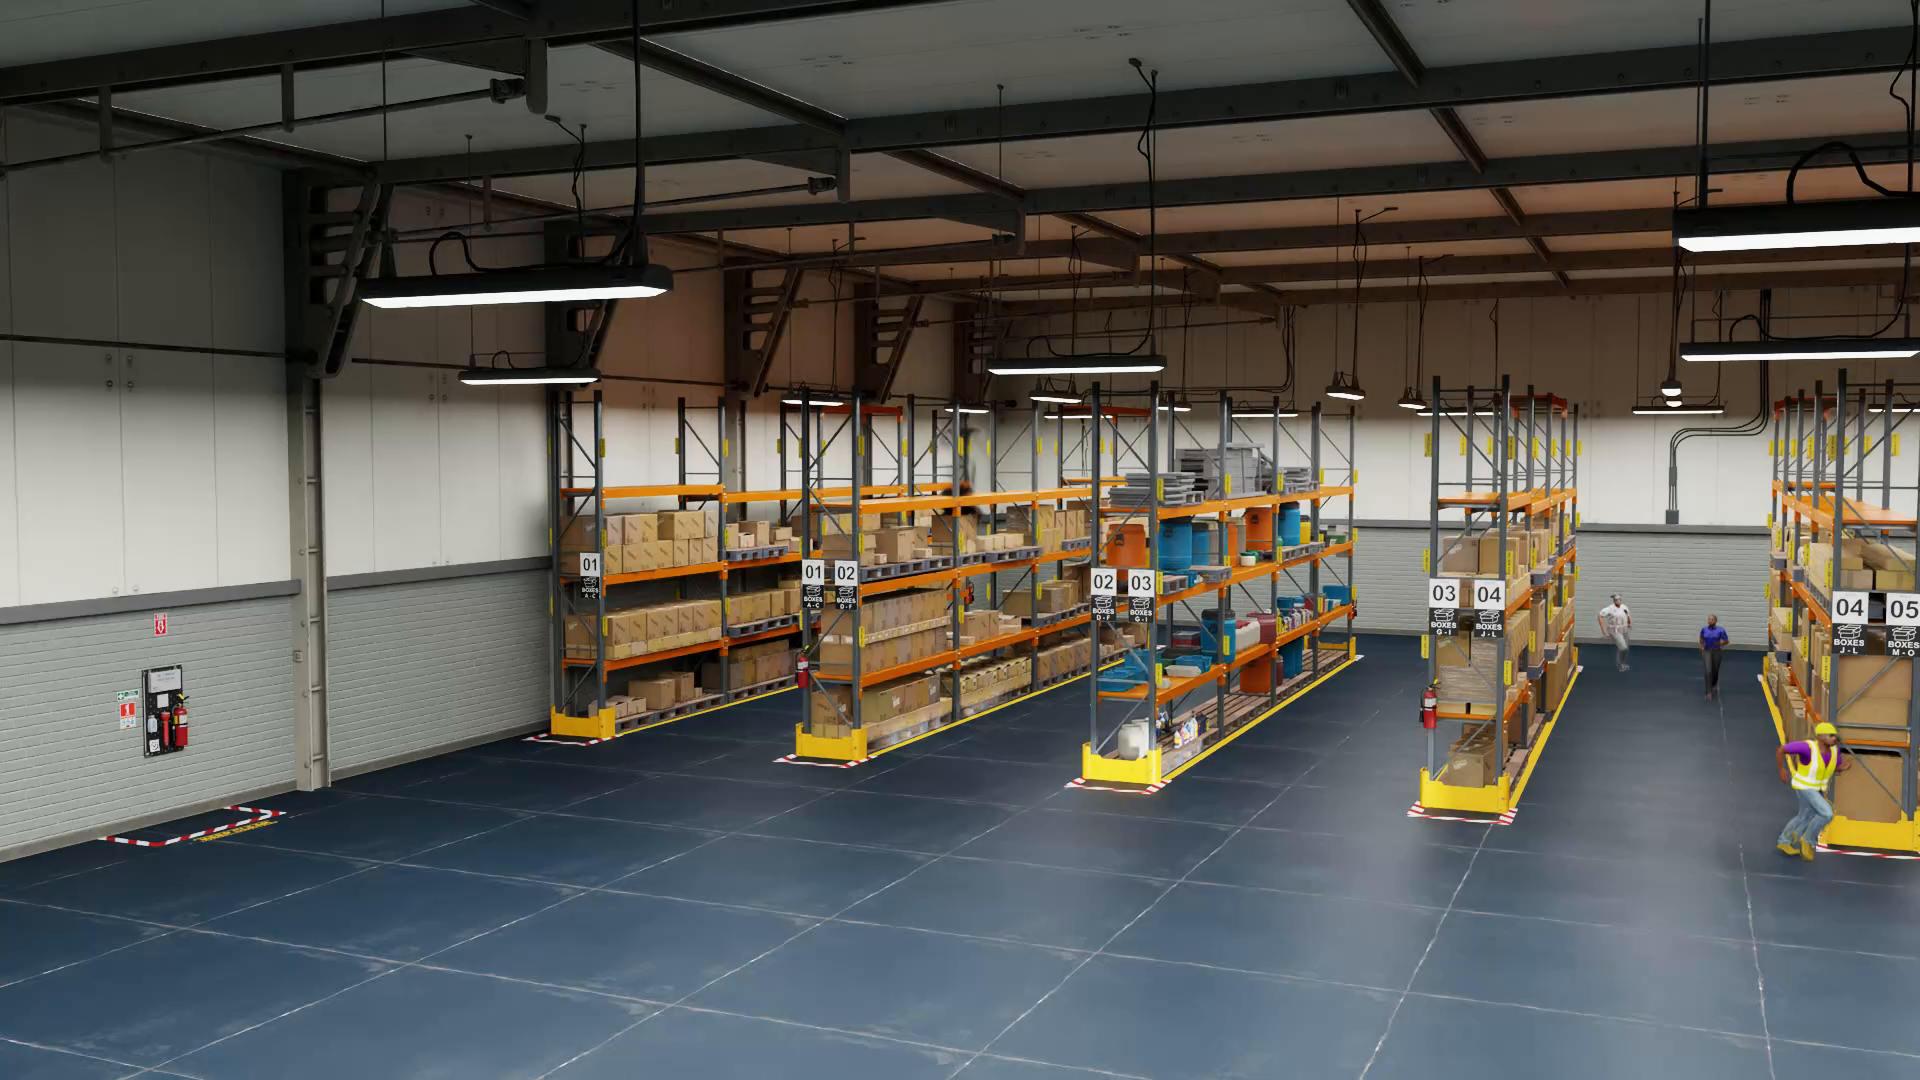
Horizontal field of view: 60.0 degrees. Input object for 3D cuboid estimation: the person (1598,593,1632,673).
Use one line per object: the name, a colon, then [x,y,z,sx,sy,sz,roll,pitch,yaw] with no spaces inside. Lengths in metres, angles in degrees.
person: [14.732,2.089,37.274,0.733,1.811,0.664,-1,3,-14]

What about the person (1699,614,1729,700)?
person: [15.143,2.333,33.415,0.565,1.679,0.837,2,4,28]

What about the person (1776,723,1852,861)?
person: [10.283,3.023,20.086,0.682,1.689,0.901,-2,4,-27]
